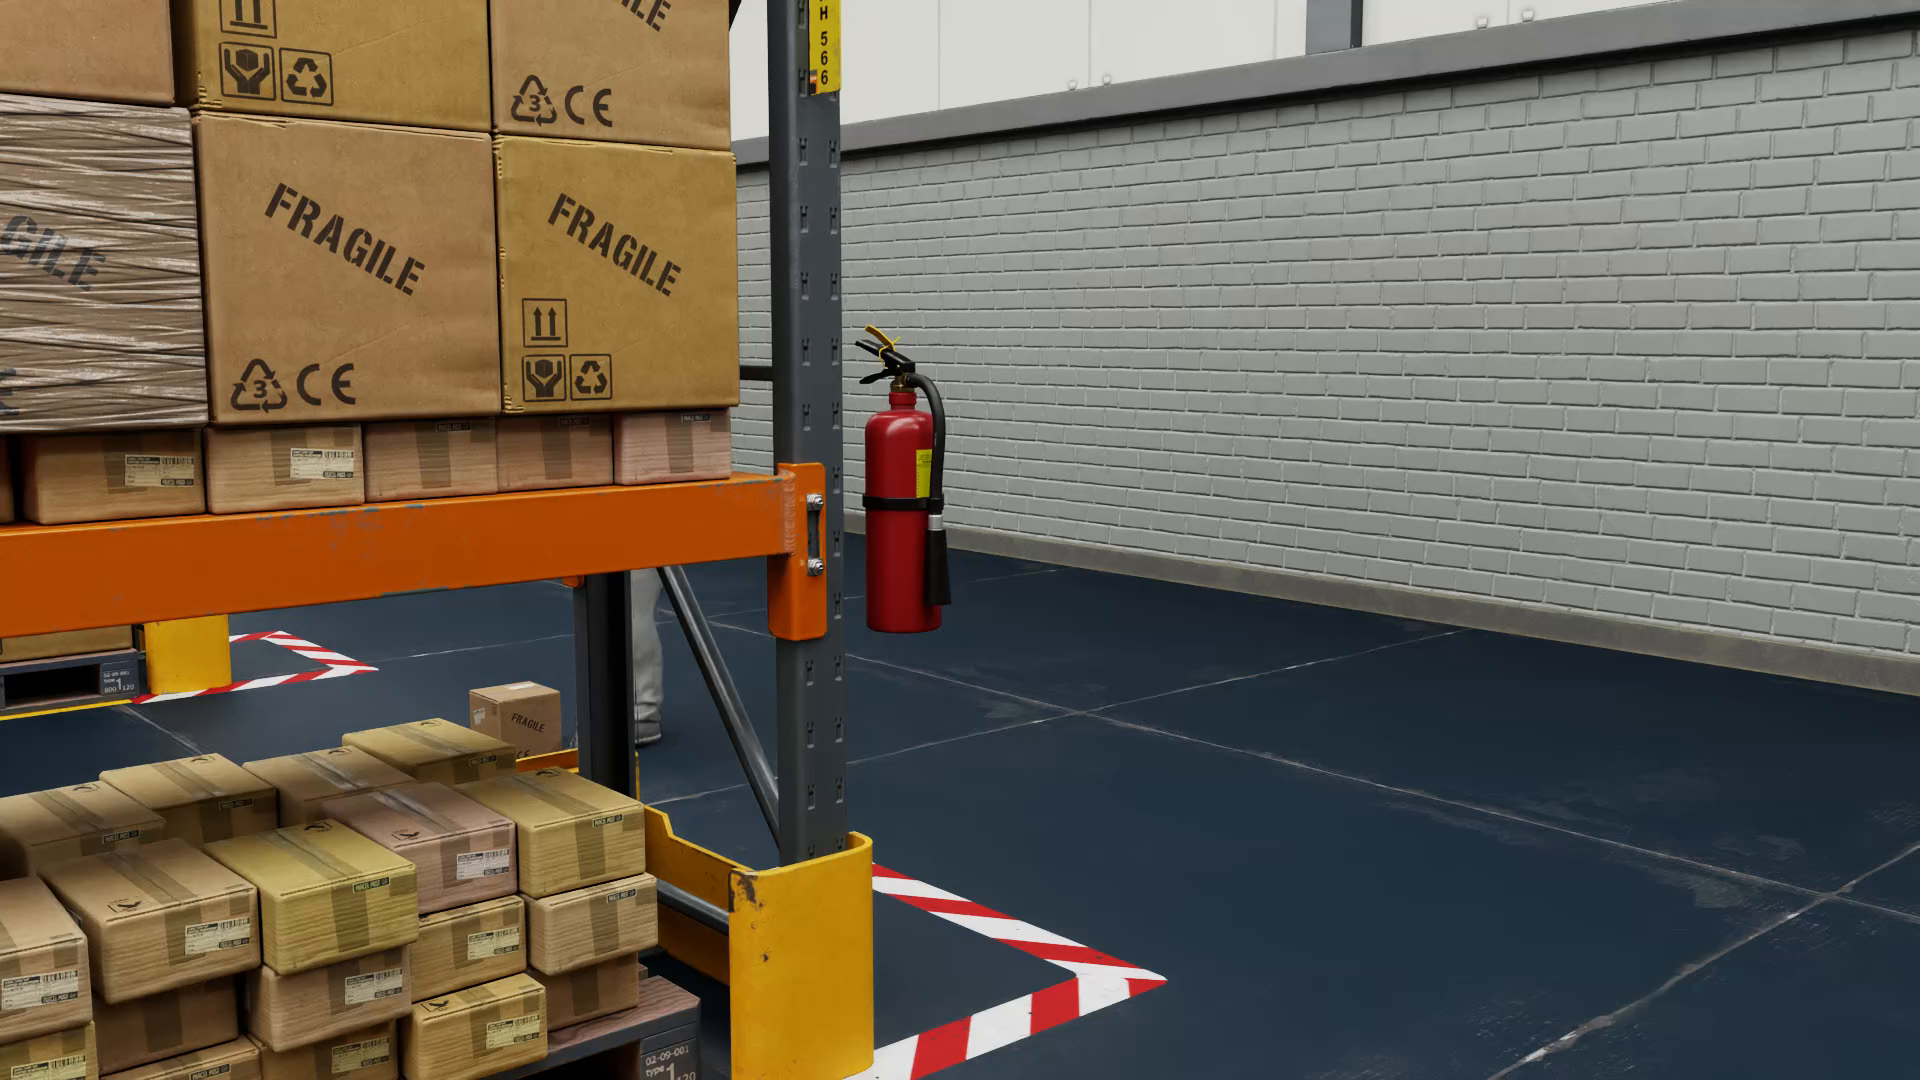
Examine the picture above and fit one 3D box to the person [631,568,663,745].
[{"bbox_3d":[-1.328,-0.096,6.447,0.484,1.759,0.540,-6,10,-40],"label":"person"}]
